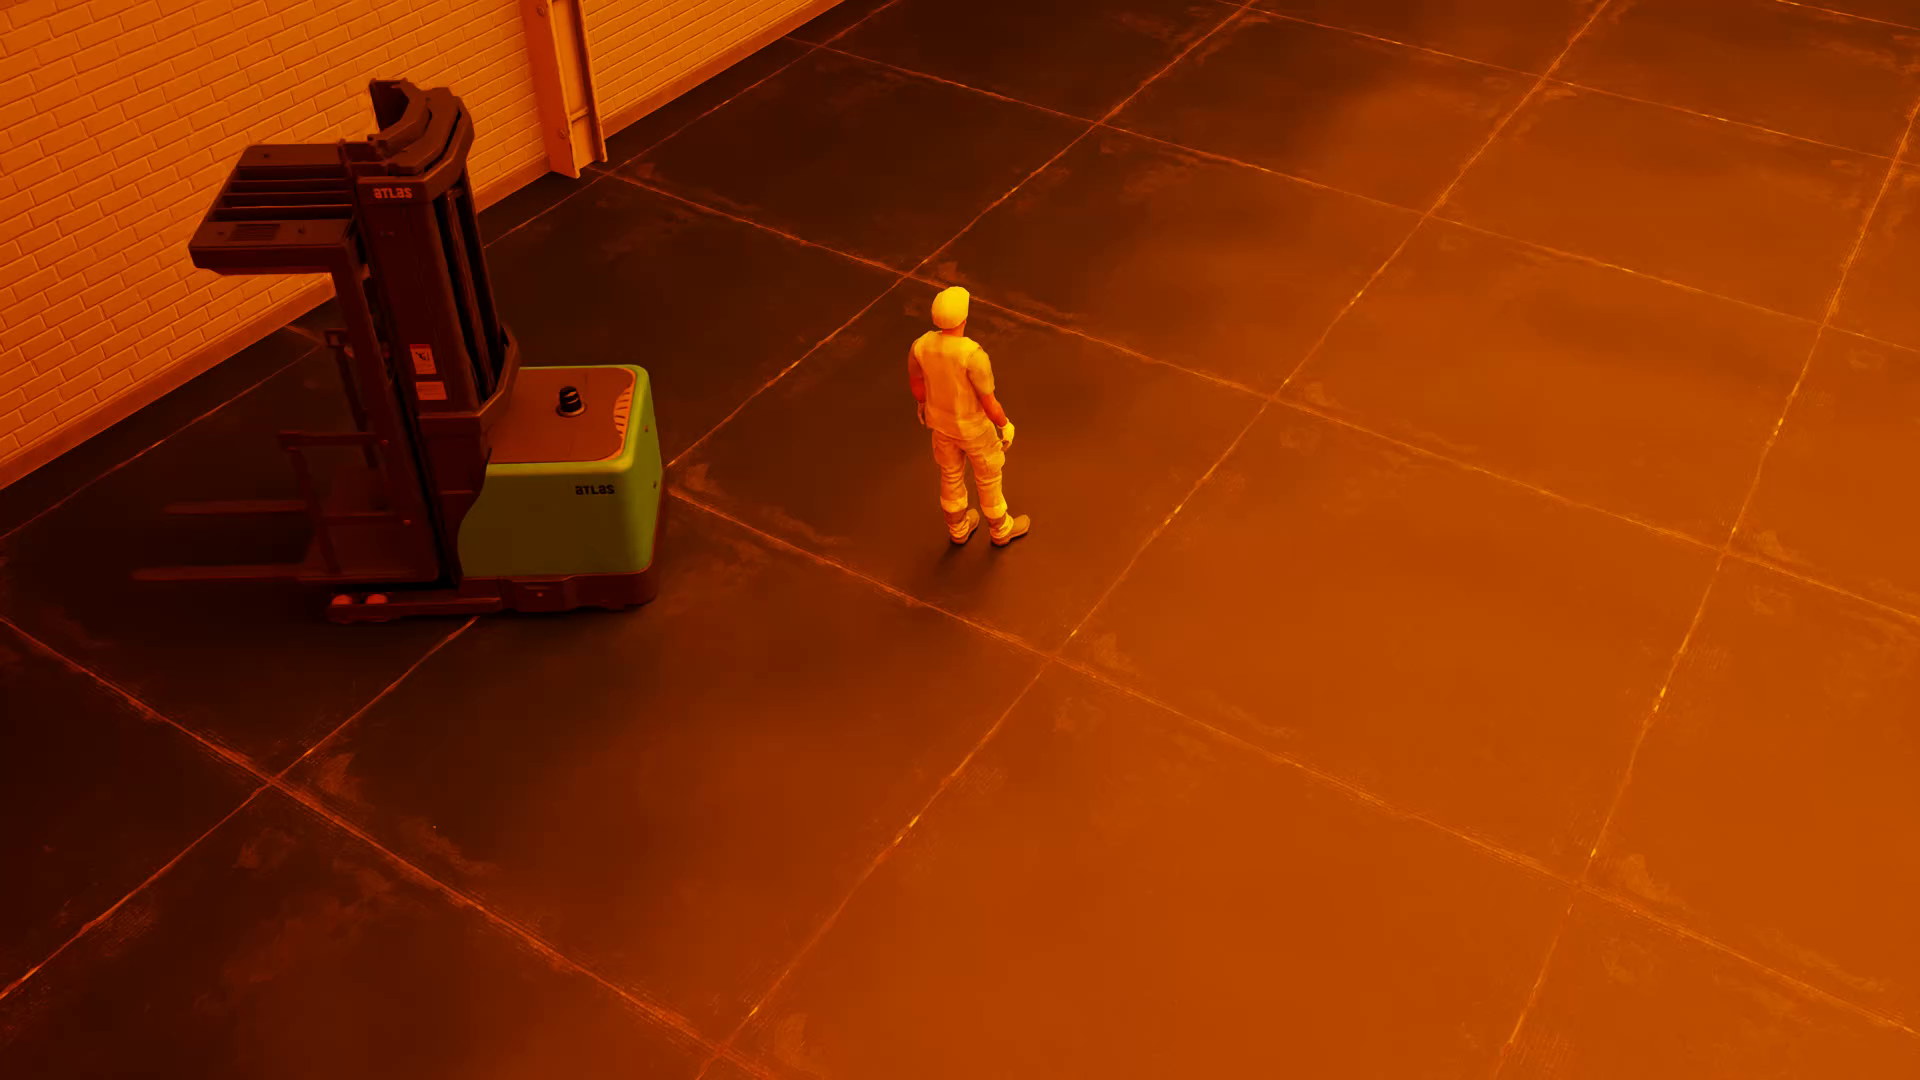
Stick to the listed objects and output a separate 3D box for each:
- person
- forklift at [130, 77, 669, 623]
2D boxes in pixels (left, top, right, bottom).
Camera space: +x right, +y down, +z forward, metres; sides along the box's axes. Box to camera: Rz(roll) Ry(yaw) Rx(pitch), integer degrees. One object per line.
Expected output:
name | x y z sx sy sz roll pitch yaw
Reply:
person | 0.053 -0.728 9.698 0.638 1.787 0.564 22 45 24
forklift | -3.312 -0.985 9.129 3.031 2.935 1.130 -2 40 -2
